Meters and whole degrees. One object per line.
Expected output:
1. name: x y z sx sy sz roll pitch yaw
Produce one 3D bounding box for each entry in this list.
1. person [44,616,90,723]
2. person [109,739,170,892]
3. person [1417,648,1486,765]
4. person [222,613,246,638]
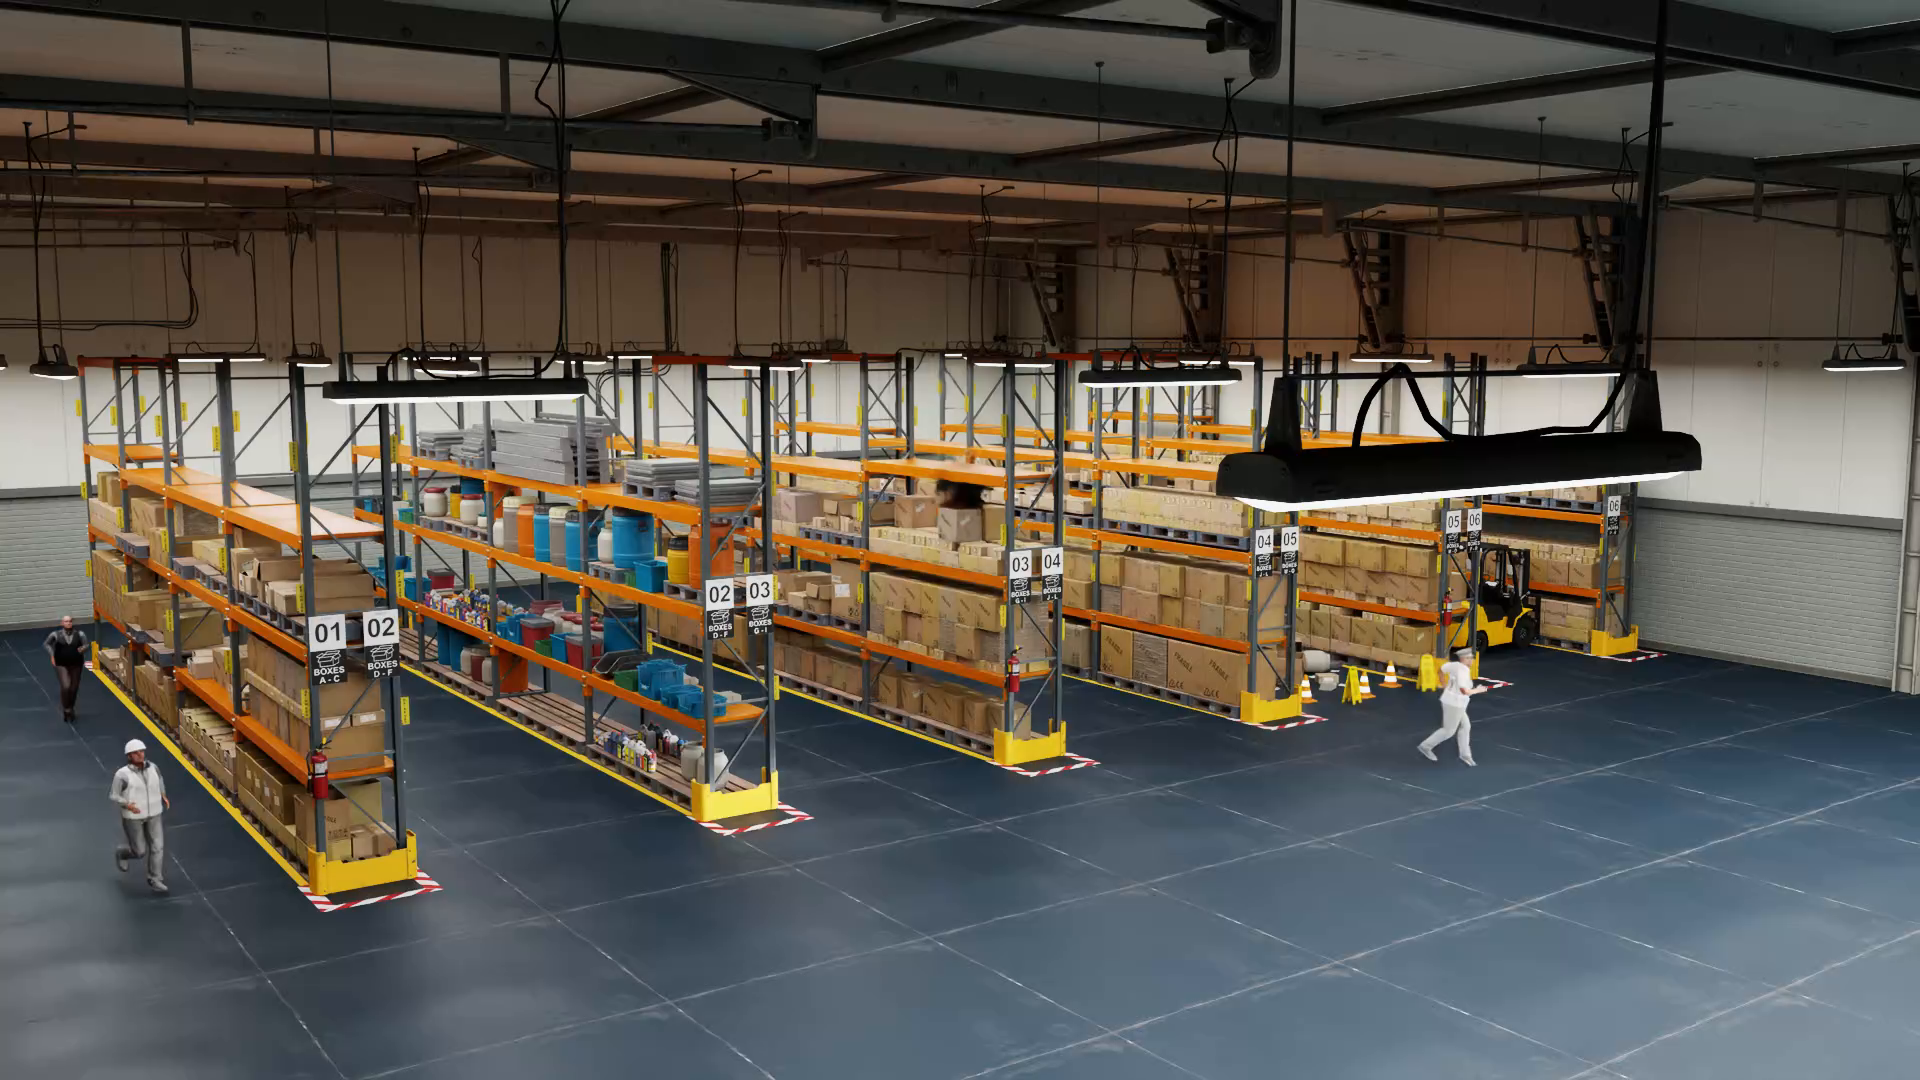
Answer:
1. person: -14.812 2.139 27.664 0.638 1.784 0.781 -6 9 -41
2. person: -9.423 3.162 19.168 0.905 1.747 0.658 5 9 38
3. person: 7.307 2.498 24.730 0.952 1.833 0.677 1 7 7
4. person: -14.461 1.560 32.914 0.579 1.636 0.684 5 9 36
